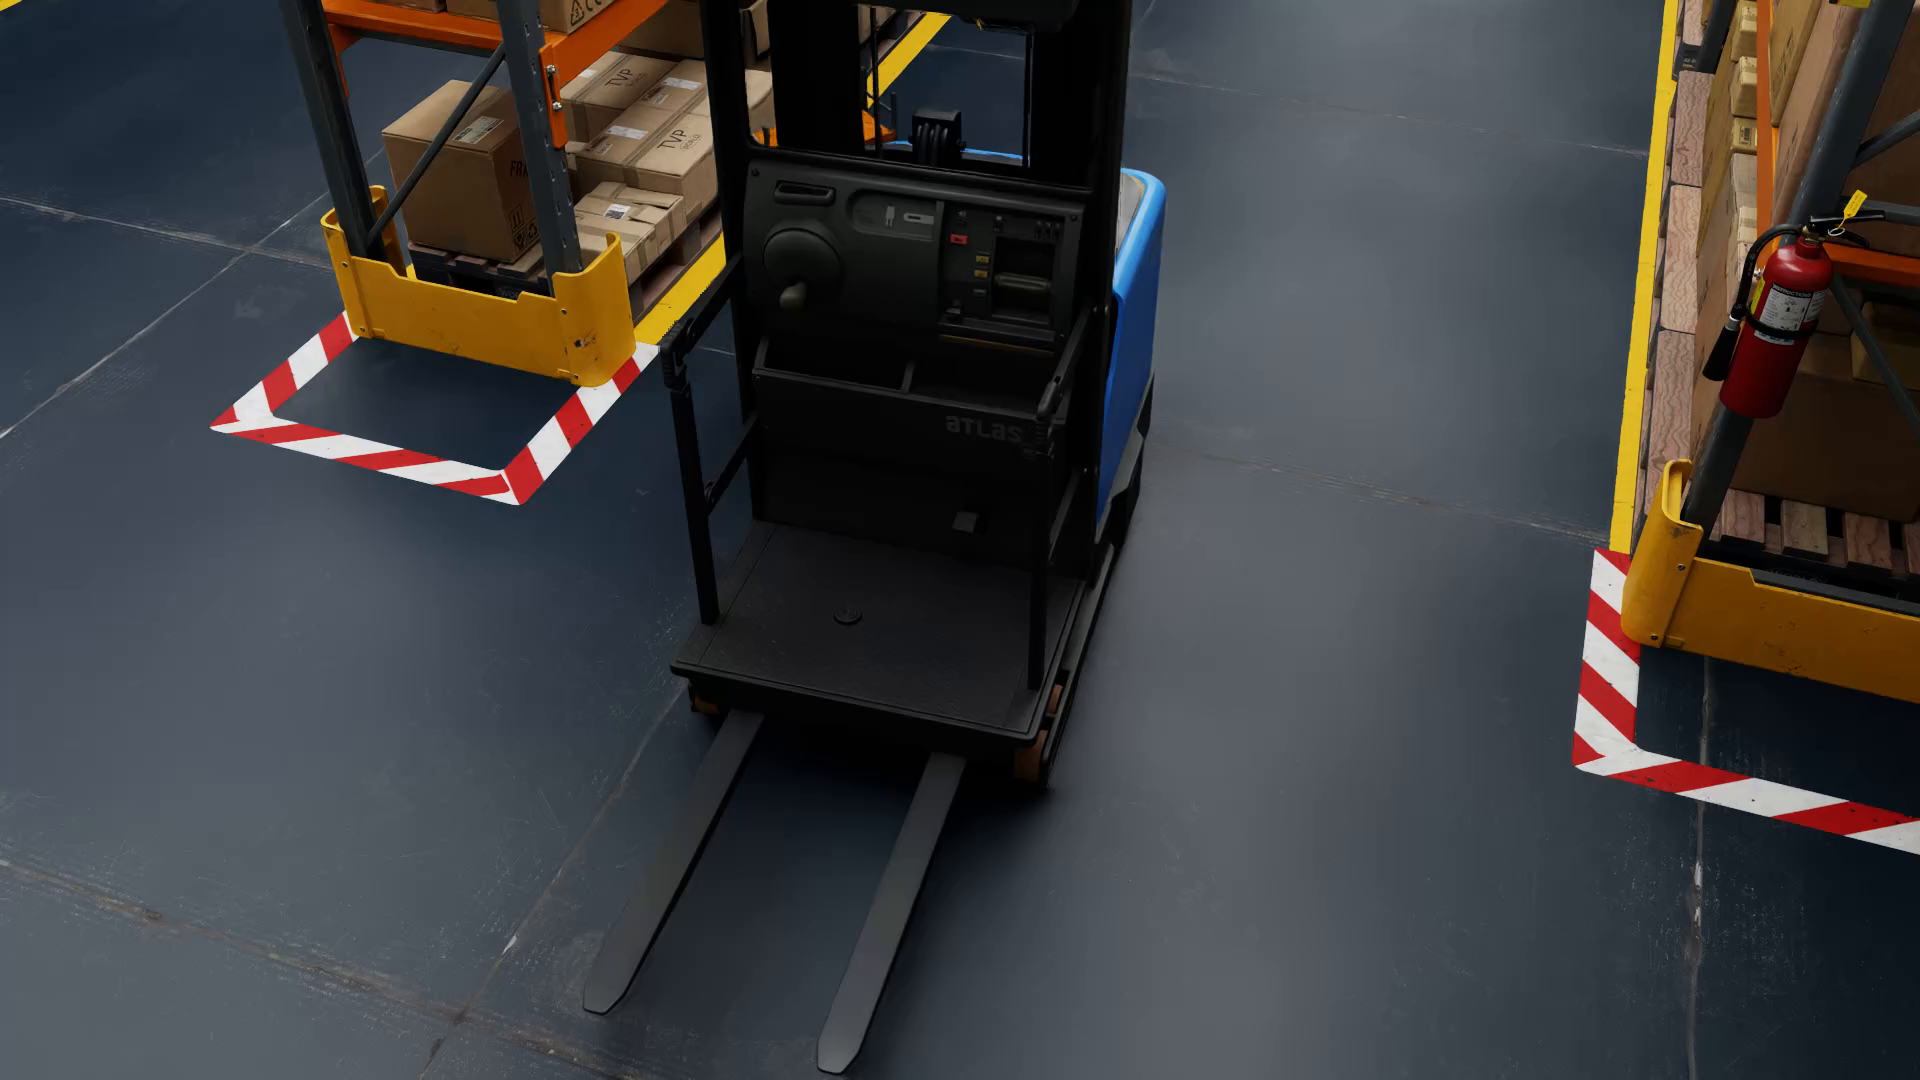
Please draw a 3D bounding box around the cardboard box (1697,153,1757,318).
[{"bbox_3d":[3.236,-1.081,6.308,0.700,0.500,0.500,12,42,14],"label":"cardboard box"}]

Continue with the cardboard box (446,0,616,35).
[{"bbox_3d":[-1.509,-2.158,5.892,0.500,0.500,0.500,14,42,16],"label":"cardboard box"}]

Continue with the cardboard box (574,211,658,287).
[{"bbox_3d":[-1.442,-1.170,6.668,0.380,0.149,0.250,13,42,15],"label":"cardboard box"}]

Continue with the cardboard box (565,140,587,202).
[{"bbox_3d":[-1.731,-1.611,7.171,0.380,0.166,0.250,13,42,15],"label":"cardboard box"}]

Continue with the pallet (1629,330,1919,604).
[{"bbox_3d":[2.948,-0.255,5.887,1.003,0.211,1.213,13,42,15],"label":"pallet"}]

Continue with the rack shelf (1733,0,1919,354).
[{"bbox_3d":[3.432,-1.757,6.053,1.077,0.370,4.000,13,42,15],"label":"rack shelf"}]

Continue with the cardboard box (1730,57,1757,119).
[{"bbox_3d":[3.297,-1.786,6.635,0.380,0.149,0.250,12,42,14],"label":"cardboard box"}]

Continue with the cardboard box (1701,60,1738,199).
[{"bbox_3d":[3.589,-1.720,7.058,0.700,0.500,0.500,13,42,15],"label":"cardboard box"}]

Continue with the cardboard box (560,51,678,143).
[{"bbox_3d":[-1.601,-1.989,7.549,0.500,0.250,0.500,13,42,15],"label":"cardboard box"}]

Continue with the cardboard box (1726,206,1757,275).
[{"bbox_3d":[2.853,-0.991,5.702,0.380,0.149,0.250,14,43,16],"label":"cardboard box"}]

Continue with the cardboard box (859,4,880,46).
[{"bbox_3d":[-0.725,-2.624,8.248,0.500,0.311,0.500,13,42,15],"label":"cardboard box"}]

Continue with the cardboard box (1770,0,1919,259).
[{"bbox_3d":[2.913,-1.238,4.659,0.980,0.700,0.700,15,43,17],"label":"cardboard box"}]

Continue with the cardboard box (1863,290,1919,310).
[{"bbox_3d":[3.211,-0.904,5.601,0.380,0.149,0.250,13,42,15],"label":"cardboard box"}]

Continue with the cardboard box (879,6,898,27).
[{"bbox_3d":[-0.541,-2.778,8.553,0.380,0.149,0.250,13,42,15],"label":"cardboard box"}]

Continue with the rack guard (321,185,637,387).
[{"bbox_3d":[-1.882,-1.004,6.541,1.175,0.500,0.348,13,42,15],"label":"rack guard"}]

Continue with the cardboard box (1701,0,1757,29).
[{"bbox_3d":[4.216,-3.018,8.309,0.750,0.750,0.750,14,42,16],"label":"cardboard box"}]

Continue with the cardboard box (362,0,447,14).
[{"bbox_3d":[-2.011,-2.280,6.034,0.500,0.500,0.500,15,43,16],"label":"cardboard box"}]

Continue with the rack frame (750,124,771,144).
[{"bbox_3d":[-0.698,-0.978,5.972,0.015,1.200,0.240,-22,45,-24],"label":"rack frame"}]

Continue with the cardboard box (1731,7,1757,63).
[{"bbox_3d":[3.475,-2.104,7.008,0.380,0.149,0.250,15,43,17],"label":"cardboard box"}]

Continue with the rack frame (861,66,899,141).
[{"bbox_3d":[-0.283,-1.145,6.167,0.015,1.200,0.240,-22,45,-24],"label":"rack frame"}]

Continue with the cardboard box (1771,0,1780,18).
[{"bbox_3d":[3.421,-2.148,5.725,0.980,0.700,0.700,11,42,13],"label":"cardboard box"}]

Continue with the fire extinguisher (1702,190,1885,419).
[{"bbox_3d":[2.263,-0.650,4.548,0.296,0.674,0.183,13,42,15],"label":"fire extinguisher"}]

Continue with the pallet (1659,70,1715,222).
[{"bbox_3d":[3.782,-1.743,7.631,1.003,0.211,1.213,13,42,15],"label":"pallet"}]

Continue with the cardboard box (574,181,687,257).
[{"bbox_3d":[-1.357,-1.329,6.841,0.380,0.166,0.250,13,42,15],"label":"cardboard box"}]

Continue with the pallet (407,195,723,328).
[{"bbox_3d":[-1.611,-1.380,7.205,1.003,0.211,1.213,13,42,15],"label":"pallet"}]

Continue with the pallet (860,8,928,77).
[{"bbox_3d":[-0.776,-2.868,8.949,1.003,0.211,1.213,13,42,15],"label":"pallet"}]

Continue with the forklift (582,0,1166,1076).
[{"bbox_3d":[-0.191,-0.686,4.296,1.130,2.935,3.031,10,42,12],"label":"forklift"}]

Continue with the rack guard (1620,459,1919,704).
[{"bbox_3d":[2.740,0.155,5.184,1.175,0.500,0.348,13,42,15],"label":"rack guard"}]

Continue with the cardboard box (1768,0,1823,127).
[{"bbox_3d":[3.151,-1.685,5.182,0.980,0.700,0.700,13,42,15],"label":"cardboard box"}]

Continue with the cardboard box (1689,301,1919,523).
[{"bbox_3d":[2.893,-0.469,5.591,0.700,0.500,0.500,13,42,15],"label":"cardboard box"}]

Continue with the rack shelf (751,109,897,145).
[{"bbox_3d":[-0.490,-1.360,5.815,0.480,0.148,0.258,-22,45,-24],"label":"rack shelf"}]

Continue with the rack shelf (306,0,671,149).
[{"bbox_3d":[-1.225,-2.854,7.339,1.077,0.370,4.000,13,42,15],"label":"rack shelf"}]

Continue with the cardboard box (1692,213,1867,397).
[{"bbox_3d":[3.064,-0.774,5.949,0.700,0.500,0.500,13,42,15],"label":"cardboard box"}]

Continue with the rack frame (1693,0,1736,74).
[{"bbox_3d":[4.116,-3.251,7.249,1.000,3.000,0.127,13,42,15],"label":"rack frame"}]

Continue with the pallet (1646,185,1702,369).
[{"bbox_3d":[3.367,-0.997,6.756,1.003,0.211,1.213,13,42,15],"label":"pallet"}]

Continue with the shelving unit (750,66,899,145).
[{"bbox_3d":[-0.490,-1.061,6.070,0.503,1.200,0.258,-22,45,-24],"label":"shelving unit"}]

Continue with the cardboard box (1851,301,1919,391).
[{"bbox_3d":[3.038,-0.595,5.239,0.380,0.149,0.250,14,42,15],"label":"cardboard box"}]

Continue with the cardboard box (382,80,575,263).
[{"bbox_3d":[-1.954,-1.511,6.797,0.500,0.500,0.500,13,42,15],"label":"cardboard box"}]

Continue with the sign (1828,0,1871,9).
[{"bbox_3d":[2.243,-1.470,4.088,0.100,0.325,0.005,13,42,15],"label":"sign"}]

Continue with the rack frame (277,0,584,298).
[{"bbox_3d":[-1.908,-1.908,5.675,1.000,3.000,0.127,13,42,15],"label":"rack frame"}]

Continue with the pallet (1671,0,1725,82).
[{"bbox_3d":[4.309,-2.677,8.725,1.003,0.211,1.213,13,42,15],"label":"pallet"}]

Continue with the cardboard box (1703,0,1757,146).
[{"bbox_3d":[3.764,-2.026,7.416,0.700,0.500,0.500,14,42,16],"label":"cardboard box"}]

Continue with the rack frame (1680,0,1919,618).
[{"bbox_3d":[2.748,-0.811,4.389,1.000,3.000,0.127,13,42,15],"label":"rack frame"}]

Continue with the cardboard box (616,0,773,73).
[{"bbox_3d":[-1.178,-2.418,7.858,0.797,0.503,0.637,13,42,15],"label":"cardboard box"}]

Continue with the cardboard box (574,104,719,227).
[{"bbox_3d":[-1.285,-1.603,7.097,0.500,0.250,0.500,13,42,15],"label":"cardboard box"}]

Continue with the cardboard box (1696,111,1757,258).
[{"bbox_3d":[3.411,-1.408,6.691,0.700,0.500,0.500,14,42,16],"label":"cardboard box"}]

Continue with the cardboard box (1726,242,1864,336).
[{"bbox_3d":[2.766,-0.834,5.520,0.380,0.149,0.250,13,42,15],"label":"cardboard box"}]

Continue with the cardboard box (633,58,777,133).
[{"bbox_3d":[-1.114,-1.908,7.455,0.500,0.250,0.500,13,42,15],"label":"cardboard box"}]
